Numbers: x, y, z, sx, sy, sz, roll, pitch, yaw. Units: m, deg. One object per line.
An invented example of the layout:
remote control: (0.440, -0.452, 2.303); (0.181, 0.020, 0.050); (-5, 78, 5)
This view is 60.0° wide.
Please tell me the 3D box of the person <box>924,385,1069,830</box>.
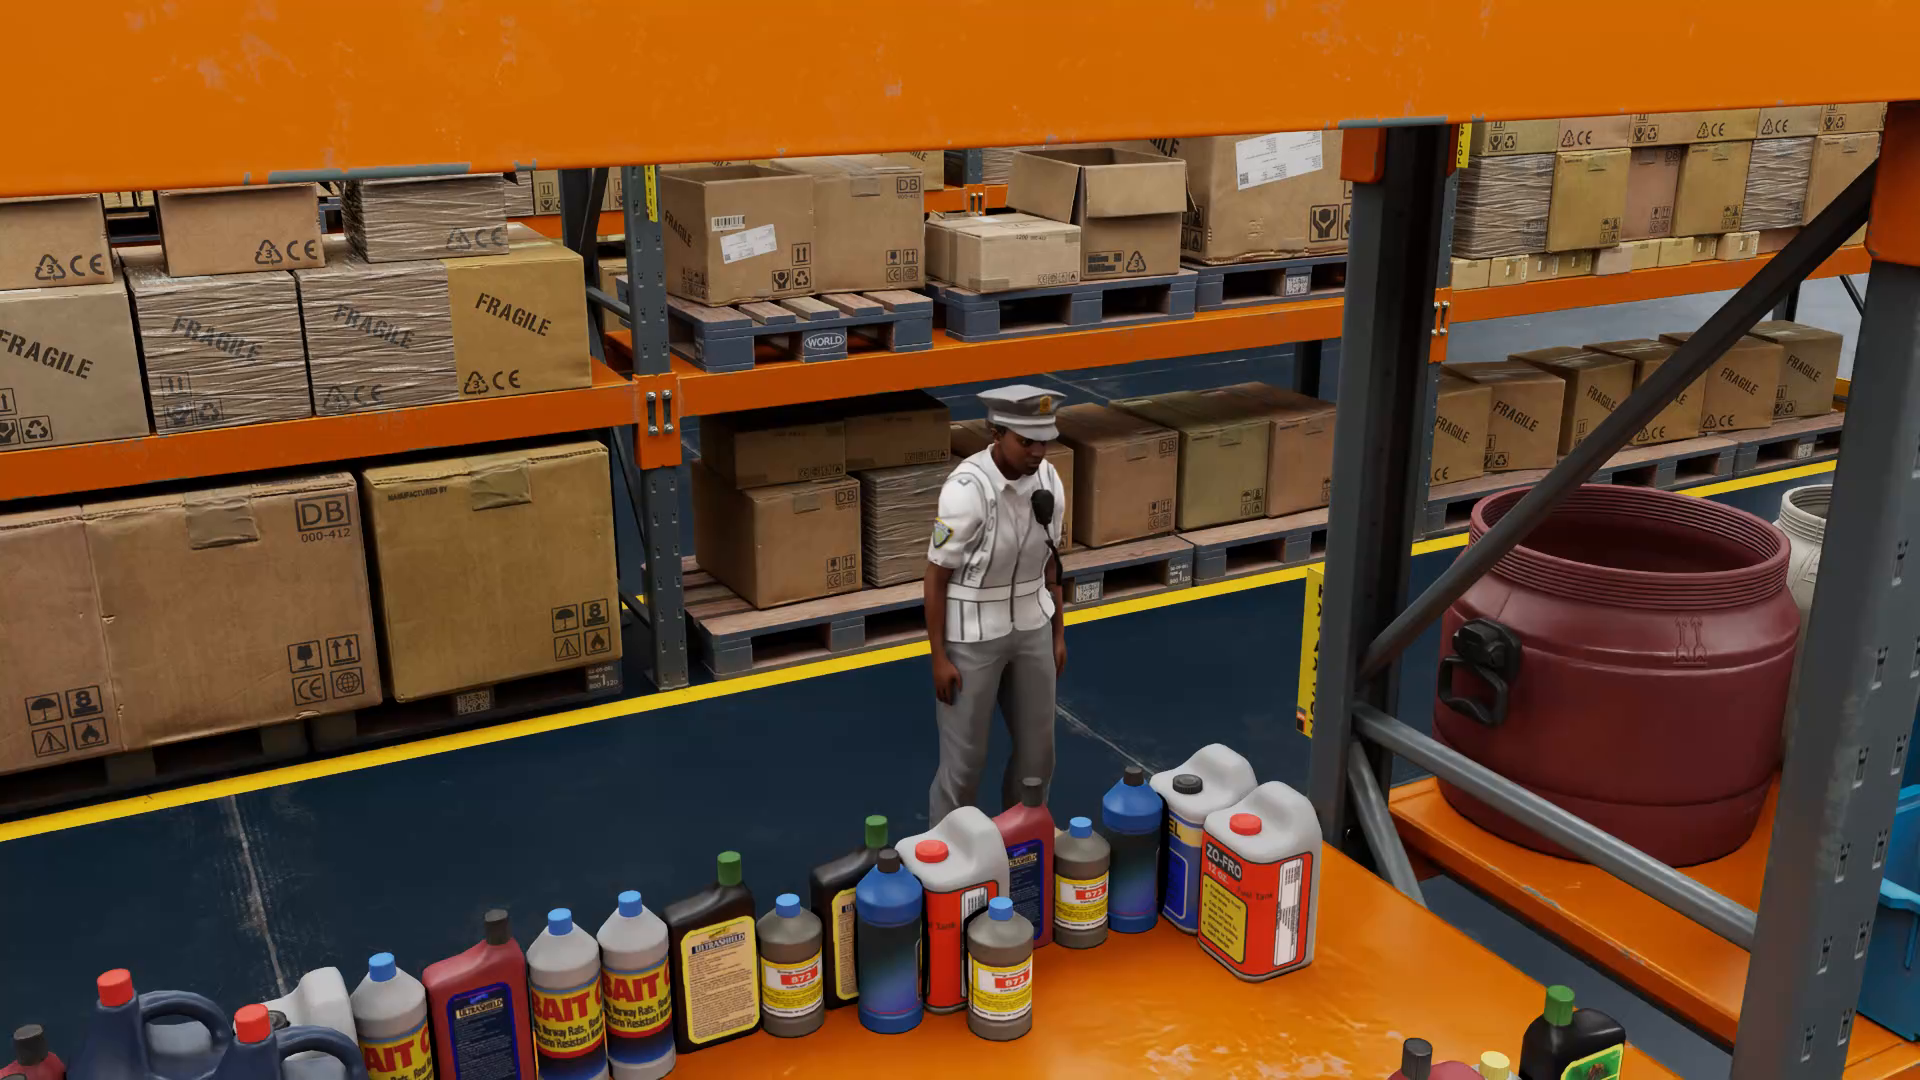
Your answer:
person: (0.120, 0.332, 5.078); (0.518, 1.656, 0.427); (-11, 21, -29)
